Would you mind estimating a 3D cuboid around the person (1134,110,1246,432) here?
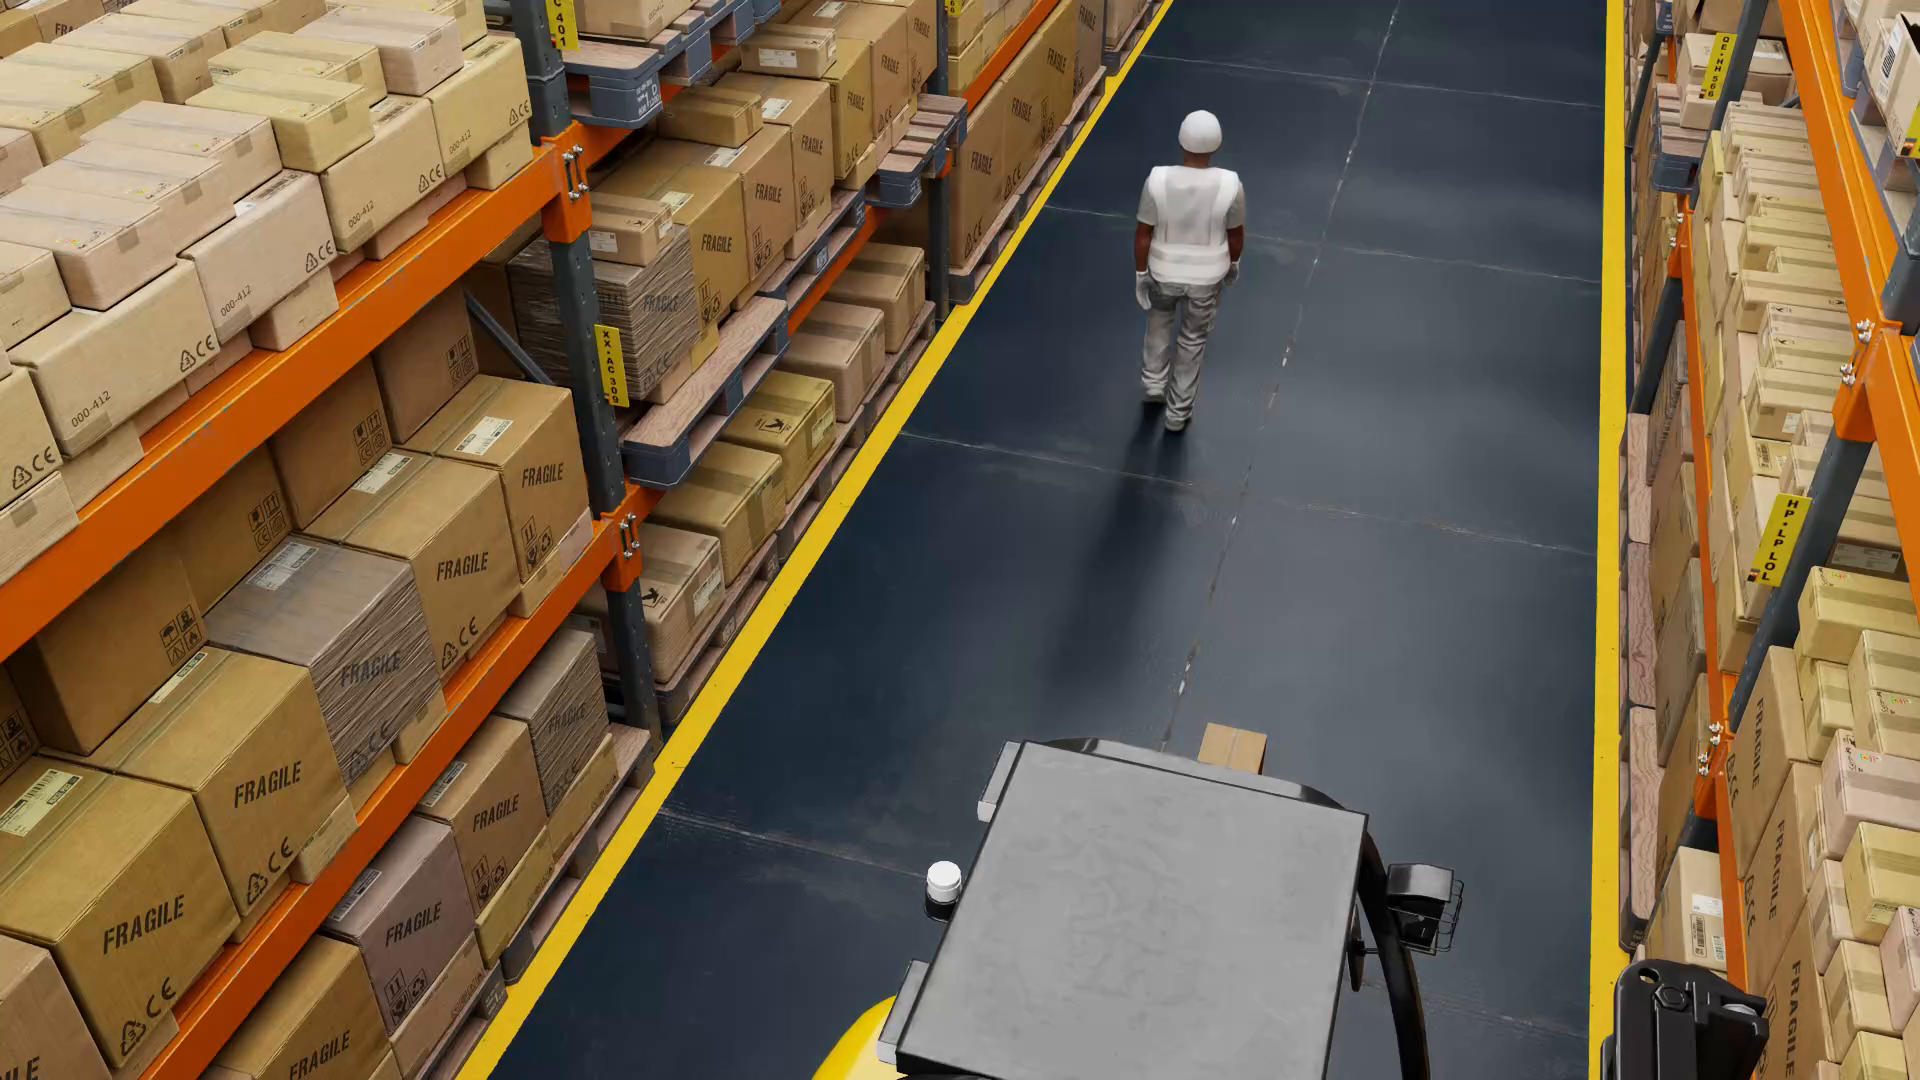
[{"bbox_3d":[1.206,-1.420,8.784,0.544,1.825,0.489,9,38,12],"label":"person"}]
